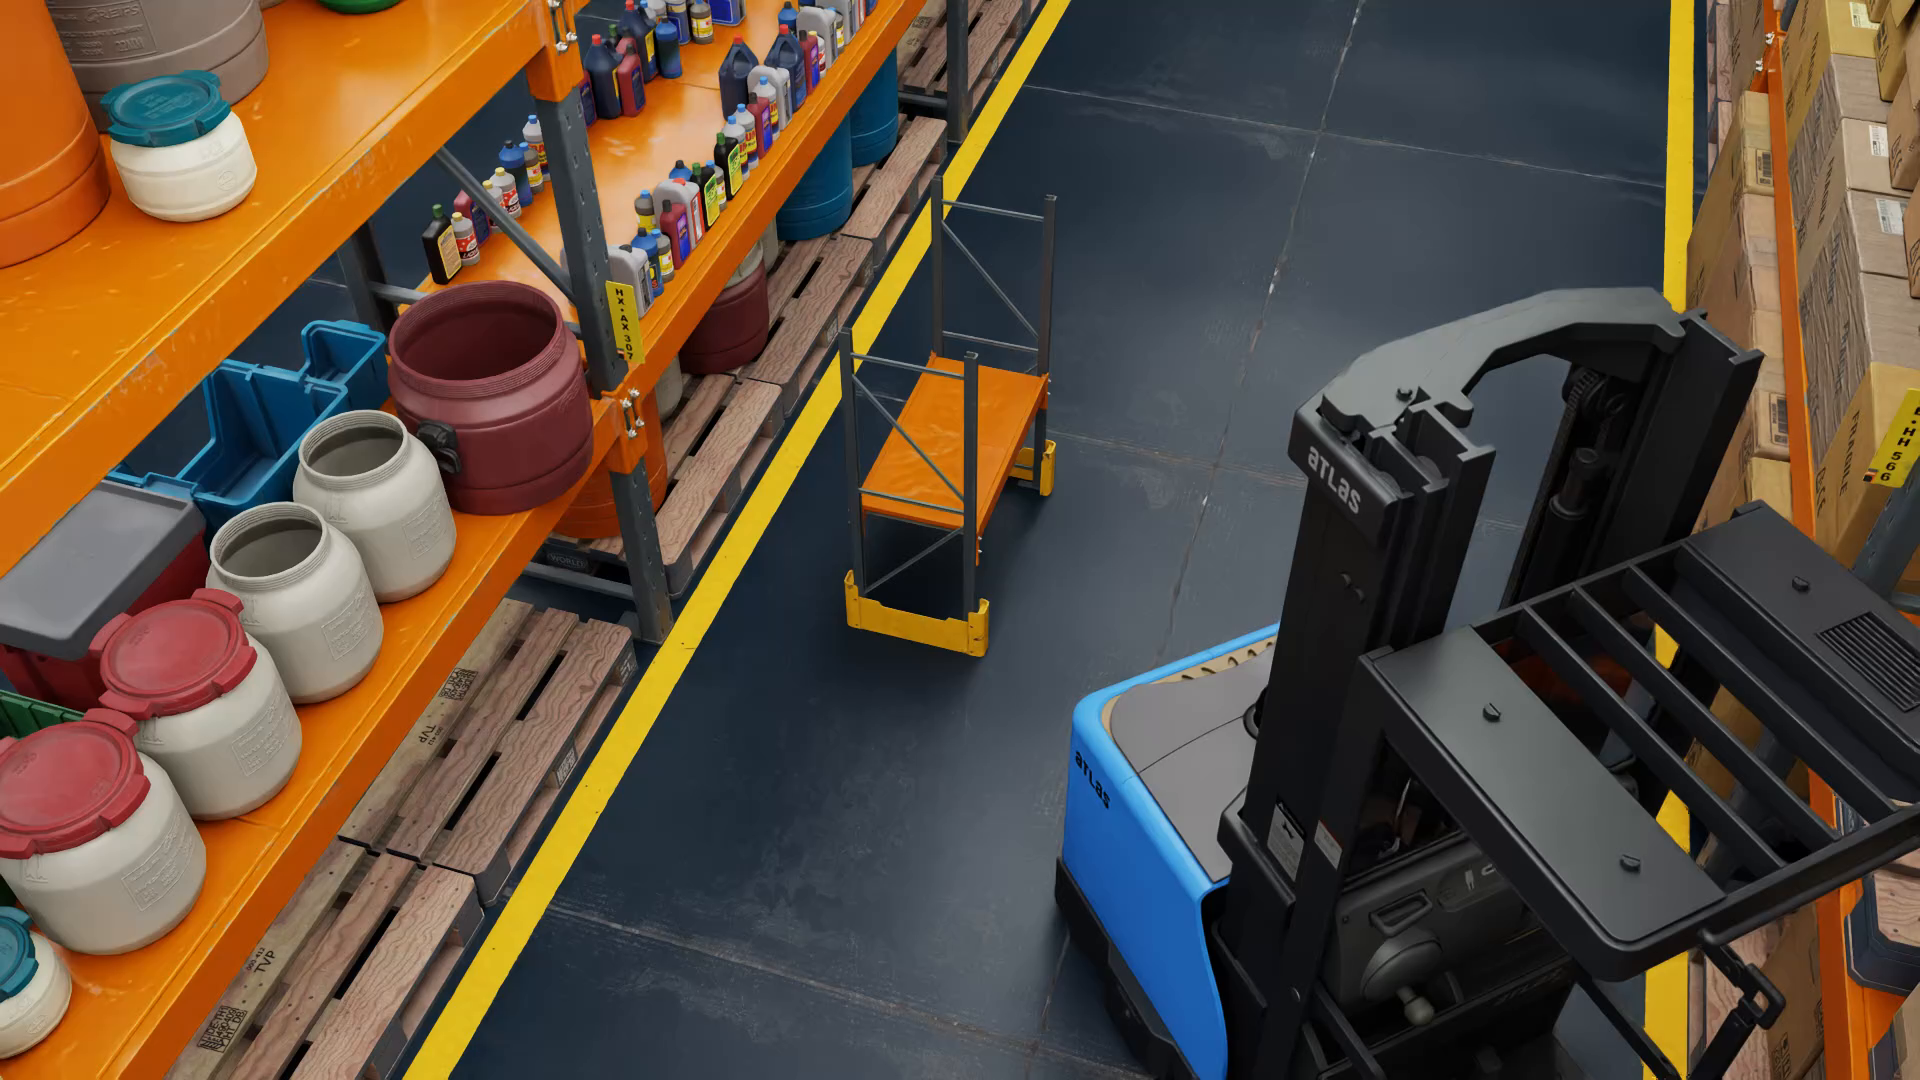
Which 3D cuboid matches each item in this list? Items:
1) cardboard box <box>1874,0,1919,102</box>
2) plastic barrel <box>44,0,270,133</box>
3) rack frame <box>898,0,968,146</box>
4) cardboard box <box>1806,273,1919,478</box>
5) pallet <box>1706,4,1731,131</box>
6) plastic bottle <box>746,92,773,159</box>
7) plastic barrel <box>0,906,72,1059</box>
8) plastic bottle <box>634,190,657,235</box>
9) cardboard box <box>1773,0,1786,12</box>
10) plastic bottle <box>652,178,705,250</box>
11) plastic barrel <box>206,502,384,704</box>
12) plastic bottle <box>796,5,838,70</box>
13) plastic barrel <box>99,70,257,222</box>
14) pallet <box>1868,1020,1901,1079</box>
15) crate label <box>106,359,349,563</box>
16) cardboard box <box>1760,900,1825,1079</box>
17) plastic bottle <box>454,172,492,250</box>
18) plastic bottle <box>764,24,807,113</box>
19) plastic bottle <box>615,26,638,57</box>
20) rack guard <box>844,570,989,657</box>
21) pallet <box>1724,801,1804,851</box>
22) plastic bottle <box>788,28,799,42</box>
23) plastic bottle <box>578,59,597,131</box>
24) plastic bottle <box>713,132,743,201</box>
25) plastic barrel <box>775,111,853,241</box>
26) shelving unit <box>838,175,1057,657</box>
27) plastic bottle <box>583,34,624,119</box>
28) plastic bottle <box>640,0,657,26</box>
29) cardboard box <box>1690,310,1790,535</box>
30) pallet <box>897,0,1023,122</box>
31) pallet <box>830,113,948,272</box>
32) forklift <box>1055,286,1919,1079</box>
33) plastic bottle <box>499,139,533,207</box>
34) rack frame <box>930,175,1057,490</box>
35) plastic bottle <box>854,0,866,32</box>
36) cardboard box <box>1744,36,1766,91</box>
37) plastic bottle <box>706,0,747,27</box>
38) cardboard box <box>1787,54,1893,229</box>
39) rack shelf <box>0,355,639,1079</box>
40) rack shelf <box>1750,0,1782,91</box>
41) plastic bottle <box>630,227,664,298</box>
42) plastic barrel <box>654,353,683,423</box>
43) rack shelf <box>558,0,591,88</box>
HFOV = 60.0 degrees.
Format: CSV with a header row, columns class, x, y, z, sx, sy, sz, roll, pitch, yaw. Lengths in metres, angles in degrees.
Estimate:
class,x,y,z,sx,sy,sz,roll,pitch,yaw
cardboard box,3.867,-1.918,6.176,0.797,0.503,0.637,13,46,13
plastic barrel,-2.116,-1.539,4.074,0.600,0.901,0.600,0,44,0
rack frame,-0.449,-3.455,8.535,1.000,3.000,0.127,13,46,13
cardboard box,3.130,-0.488,5.432,0.500,0.500,0.500,12,46,12
pallet,4.944,-2.716,9.773,1.003,0.211,1.213,13,46,12
plastic bottle,-0.828,-1.728,6.853,0.061,0.283,0.133,13,46,13
plastic barrel,-2.325,1.077,4.003,0.301,0.262,0.301,0,44,0
plastic bottle,-1.206,-1.260,6.434,0.097,0.201,0.097,0,44,0
cardboard box,4.052,-2.589,7.830,0.380,0.149,0.250,13,46,13
plastic bottle,-1.081,-1.273,6.394,0.152,0.276,0.135,13,46,13
plastic barrel,-1.896,0.183,4.738,0.421,0.512,0.421,0,44,0
plastic bottle,-0.635,-2.256,7.398,0.152,0.276,0.135,13,46,13
plastic barrel,-1.823,-0.915,3.893,0.301,0.262,0.301,0,44,0
pallet,2.500,1.657,3.448,1.003,0.211,1.213,13,46,13
crate label,-2.219,-0.197,5.180,0.502,0.435,0.616,13,46,13
cardboard box,2.876,1.447,4.998,0.700,0.500,0.500,10,45,10
plastic bottle,-1.874,-1.261,6.377,0.061,0.283,0.133,13,46,13
plastic bottle,-0.749,-2.021,7.105,0.144,0.351,0.185,13,46,13
plastic bottle,-1.444,-2.068,7.201,0.061,0.283,0.133,13,46,13
rack guard,-0.174,0.293,6.670,0.587,0.250,0.087,13,46,13
pallet,3.371,0.747,6.235,1.003,0.211,1.213,13,46,13
plastic bottle,-0.742,-2.095,7.237,0.097,0.271,0.097,0,44,0
plastic bottle,-1.598,-1.869,6.998,0.061,0.283,0.133,13,46,13
plastic bottle,-0.927,-1.509,6.630,0.061,0.283,0.133,13,46,13
plastic barrel,-0.844,-2.024,8.273,0.600,0.901,0.708,13,46,13
shelving unit,-0.023,-0.485,6.573,0.587,1.500,1.083,13,46,13
plastic bottle,-1.510,-1.991,7.074,0.144,0.351,0.185,13,46,13
plastic bottle,-1.394,-2.273,7.419,0.097,0.271,0.097,0,44,0
cardboard box,3.566,-0.179,6.406,1.225,0.875,0.875,13,46,13
pallet,-0.263,-2.957,10.020,1.003,0.211,1.213,13,46,13
pallet,-0.722,-1.953,8.994,1.003,0.211,1.213,13,46,13
forklift,1.422,0.997,4.034,1.130,2.935,3.031,-19,47,-18
plastic bottle,-1.763,-1.460,6.588,0.097,0.271,0.097,0,44,0
rack frame,0.128,-0.818,6.913,0.500,1.500,0.032,13,46,13
plastic bottle,-0.524,-2.500,7.648,0.152,0.276,0.135,13,46,13
cardboard box,4.548,-2.220,8.492,0.875,0.875,0.875,13,46,13
plastic bottle,-1.088,-2.534,7.682,0.152,0.276,0.135,13,46,13
cardboard box,3.591,-1.520,6.486,0.500,0.500,0.500,12,46,12
rack shelf,-2.266,0.801,4.700,1.077,0.370,4.000,13,46,13
rack shelf,4.877,-3.482,9.077,1.077,0.370,4.000,13,46,13
plastic bottle,-1.160,-1.035,6.153,0.097,0.271,0.097,0,44,0
plastic barrel,-1.443,-0.775,7.275,0.421,0.512,0.421,0,44,0
rack shelf,-1.055,-2.937,6.375,1.077,0.370,4.000,13,46,13
